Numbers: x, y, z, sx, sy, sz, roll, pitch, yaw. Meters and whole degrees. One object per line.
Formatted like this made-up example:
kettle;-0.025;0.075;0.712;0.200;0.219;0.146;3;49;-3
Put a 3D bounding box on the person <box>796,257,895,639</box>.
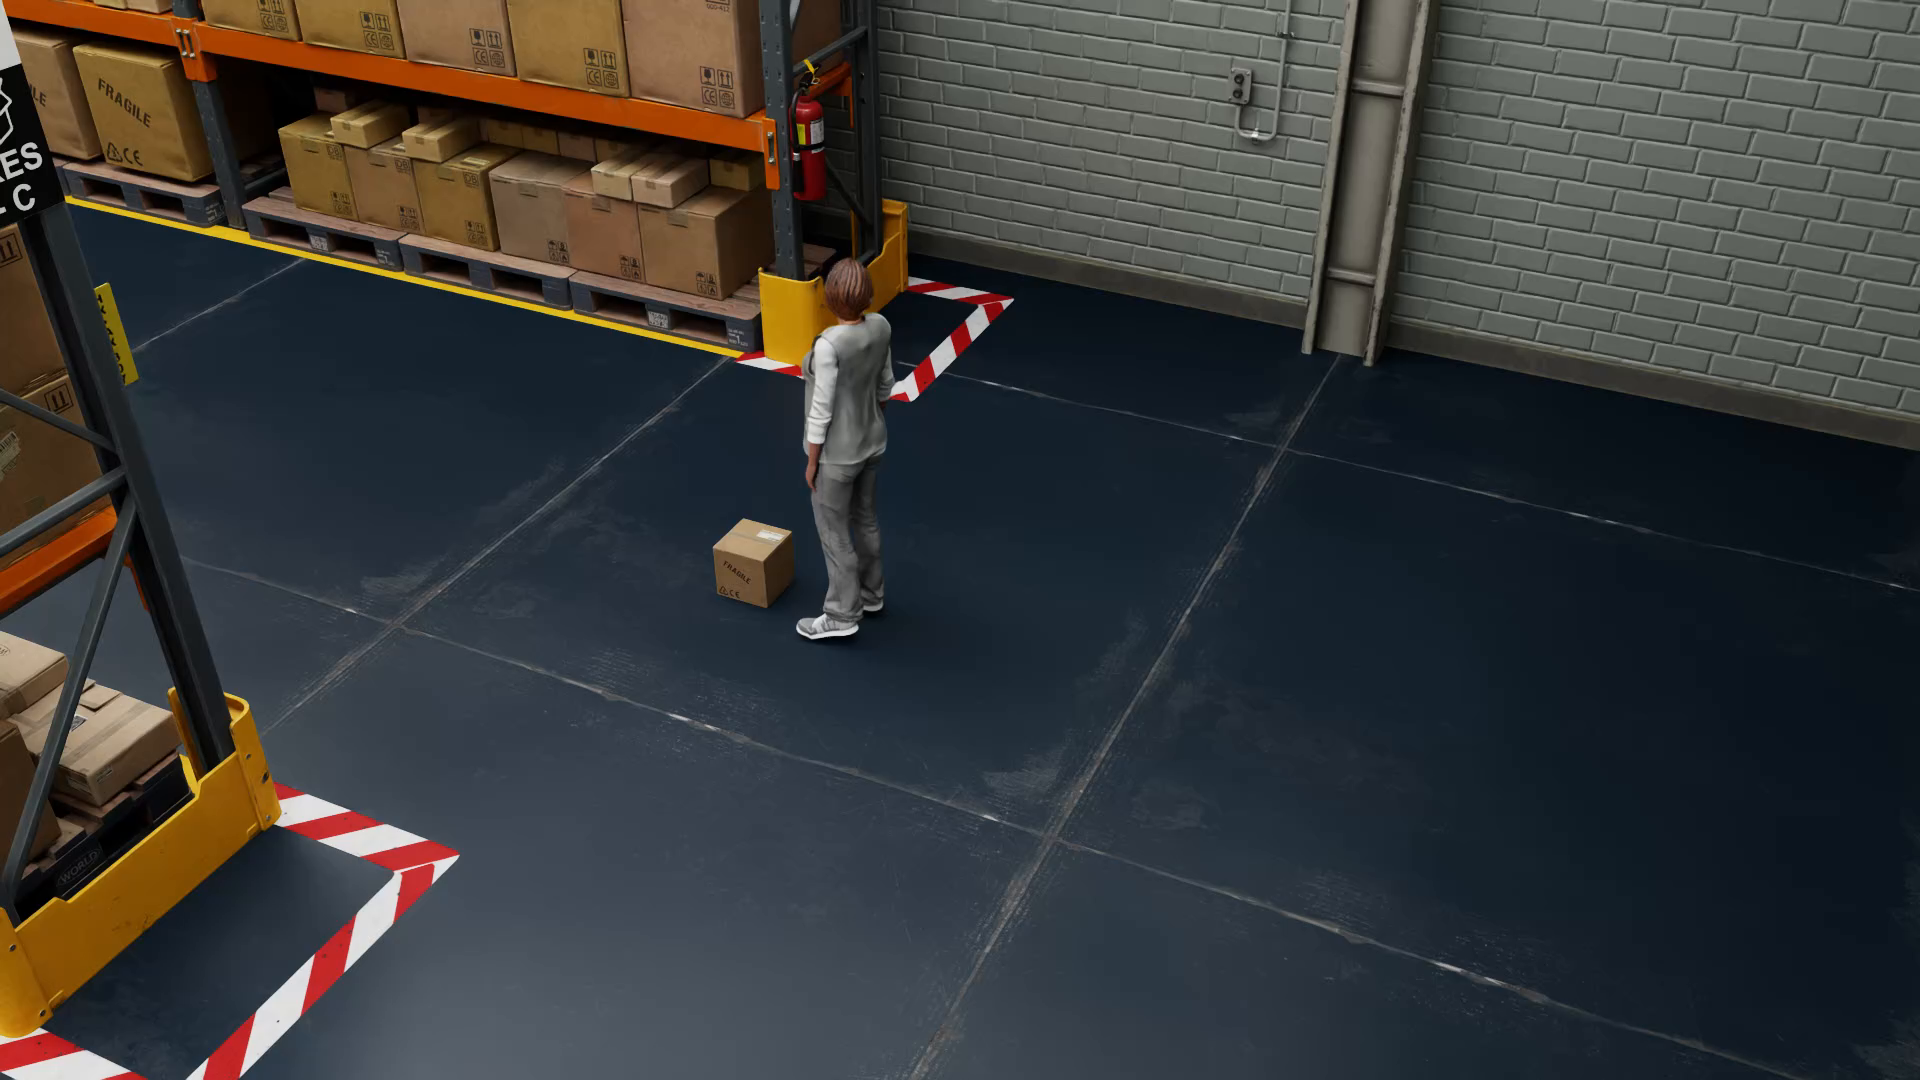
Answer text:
person;-0.460;-0.356;6.652;0.315;1.602;0.518;21;40;28
